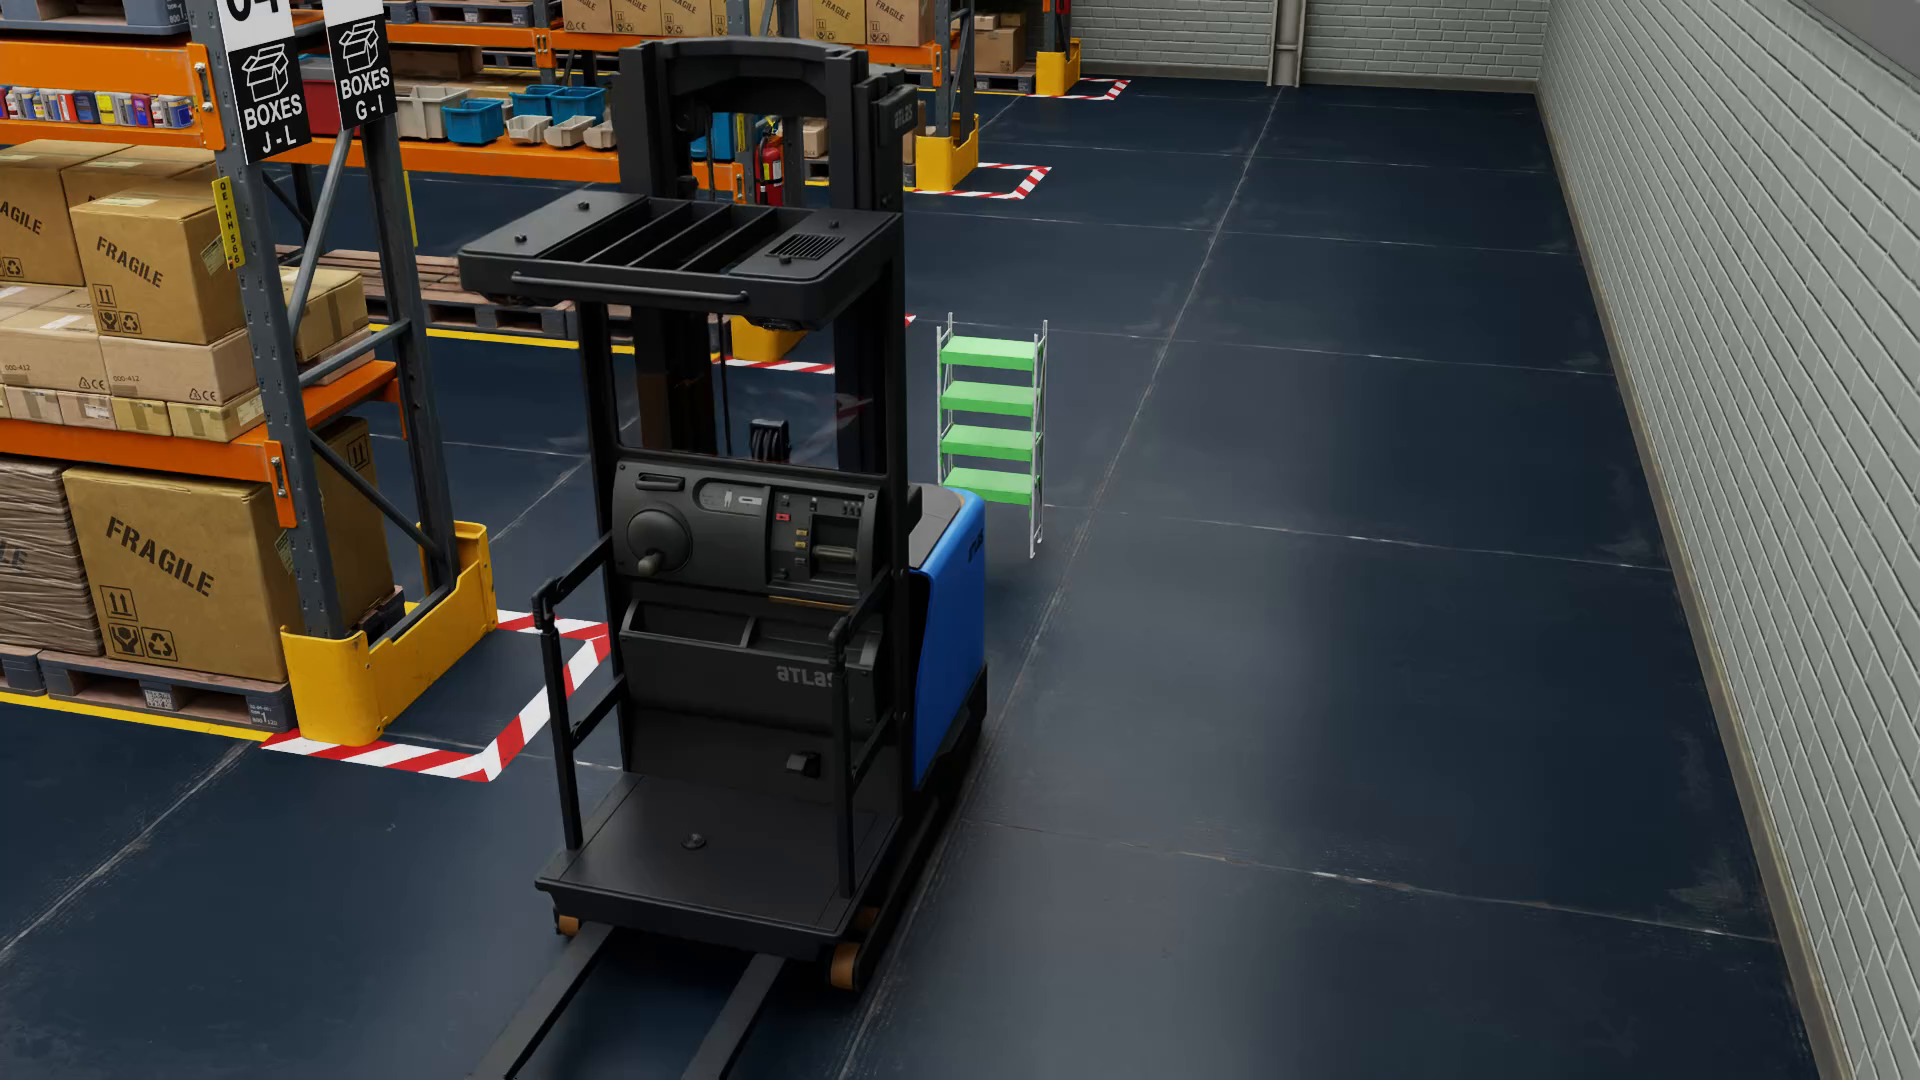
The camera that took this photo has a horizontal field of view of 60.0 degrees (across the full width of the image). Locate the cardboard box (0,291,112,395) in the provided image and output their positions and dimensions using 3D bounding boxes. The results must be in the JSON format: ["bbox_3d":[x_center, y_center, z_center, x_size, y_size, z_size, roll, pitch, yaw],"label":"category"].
[{"bbox_3d":[-3.541,-0.812,6.795,0.500,0.250,0.500,6,26,12],"label":"cardboard box"}]

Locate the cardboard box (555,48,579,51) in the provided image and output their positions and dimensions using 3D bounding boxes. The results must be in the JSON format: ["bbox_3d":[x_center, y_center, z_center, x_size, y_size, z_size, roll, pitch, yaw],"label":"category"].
[{"bbox_3d":[-5.036,-6.782,21.517,0.750,0.750,0.750,6,26,13],"label":"cardboard box"}]

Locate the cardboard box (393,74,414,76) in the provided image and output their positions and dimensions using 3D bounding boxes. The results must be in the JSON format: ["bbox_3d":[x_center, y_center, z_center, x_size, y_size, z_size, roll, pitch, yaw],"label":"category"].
[{"bbox_3d":[-5.817,-4.688,17.504,0.500,0.500,0.500,5,26,11],"label":"cardboard box"}]

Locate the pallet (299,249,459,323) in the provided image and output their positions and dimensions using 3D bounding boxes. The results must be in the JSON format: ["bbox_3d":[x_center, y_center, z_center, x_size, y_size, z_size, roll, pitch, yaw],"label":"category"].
[{"bbox_3d":[-4.433,-1.918,12.534,1.213,0.211,1.003,6,26,13],"label":"pallet"}]

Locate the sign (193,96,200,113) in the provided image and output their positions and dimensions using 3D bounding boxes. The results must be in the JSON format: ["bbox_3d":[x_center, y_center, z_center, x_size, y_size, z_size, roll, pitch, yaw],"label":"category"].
[{"bbox_3d":[-5.294,-3.136,11.525,0.005,0.325,0.100,6,26,13],"label":"sign"}]

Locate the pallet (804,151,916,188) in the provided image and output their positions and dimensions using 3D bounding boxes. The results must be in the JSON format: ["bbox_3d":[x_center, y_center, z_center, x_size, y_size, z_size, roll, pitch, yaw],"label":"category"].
[{"bbox_3d":[-0.890,-3.707,16.292,1.213,0.211,1.003,6,26,13],"label":"pallet"}]

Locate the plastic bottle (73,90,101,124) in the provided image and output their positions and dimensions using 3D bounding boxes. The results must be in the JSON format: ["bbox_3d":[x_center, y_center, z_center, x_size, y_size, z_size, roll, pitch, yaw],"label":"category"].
[{"bbox_3d":[-6.306,-3.200,12.038,0.185,0.351,0.144,6,26,13],"label":"plastic bottle"}]

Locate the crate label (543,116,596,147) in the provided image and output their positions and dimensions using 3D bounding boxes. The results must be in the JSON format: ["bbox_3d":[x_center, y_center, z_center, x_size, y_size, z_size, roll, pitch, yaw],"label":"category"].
[{"bbox_3d":[-2.669,-2.788,11.354,0.243,0.136,0.396,6,26,13],"label":"crate label"}]

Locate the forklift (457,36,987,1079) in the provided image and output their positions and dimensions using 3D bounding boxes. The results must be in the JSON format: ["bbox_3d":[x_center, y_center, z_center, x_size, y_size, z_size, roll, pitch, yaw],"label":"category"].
[{"bbox_3d":[-0.775,-0.001,5.343,1.130,2.935,3.031,7,26,14],"label":"forklift"}]

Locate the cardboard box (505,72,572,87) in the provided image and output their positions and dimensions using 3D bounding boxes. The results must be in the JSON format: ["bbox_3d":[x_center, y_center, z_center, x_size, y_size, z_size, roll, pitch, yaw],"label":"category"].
[{"bbox_3d":[-4.326,-4.525,17.161,0.500,0.500,0.500,5,26,11],"label":"cardboard box"}]

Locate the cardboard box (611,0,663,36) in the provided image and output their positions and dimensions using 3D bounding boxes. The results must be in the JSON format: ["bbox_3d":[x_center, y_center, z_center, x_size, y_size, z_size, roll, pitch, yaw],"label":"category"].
[{"bbox_3d":[-2.996,-5.125,15.909,0.500,0.500,0.500,7,26,14],"label":"cardboard box"}]

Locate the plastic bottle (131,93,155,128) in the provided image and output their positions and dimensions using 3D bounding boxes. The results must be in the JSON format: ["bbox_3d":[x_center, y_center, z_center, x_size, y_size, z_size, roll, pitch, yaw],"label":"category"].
[{"bbox_3d":[-5.853,-3.101,11.909,0.133,0.283,0.061,6,26,13],"label":"plastic bottle"}]

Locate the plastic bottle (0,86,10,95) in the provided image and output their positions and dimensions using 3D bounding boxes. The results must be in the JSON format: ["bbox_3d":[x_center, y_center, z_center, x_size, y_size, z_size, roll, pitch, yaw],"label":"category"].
[{"bbox_3d":[-7.048,-3.262,12.263,0.097,0.271,0.097,0,25,0],"label":"plastic bottle"}]

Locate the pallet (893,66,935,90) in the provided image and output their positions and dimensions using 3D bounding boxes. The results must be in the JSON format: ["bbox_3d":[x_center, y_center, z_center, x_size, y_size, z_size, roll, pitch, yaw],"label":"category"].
[{"bbox_3d":[-0.786,-5.861,20.816,1.213,0.211,1.003,6,26,13],"label":"pallet"}]

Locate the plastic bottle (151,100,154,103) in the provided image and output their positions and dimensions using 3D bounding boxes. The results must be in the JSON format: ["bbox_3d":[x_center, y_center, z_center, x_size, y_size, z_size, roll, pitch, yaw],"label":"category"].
[{"bbox_3d":[-5.851,-3.098,12.000,0.097,0.201,0.097,0,25,0],"label":"plastic bottle"}]

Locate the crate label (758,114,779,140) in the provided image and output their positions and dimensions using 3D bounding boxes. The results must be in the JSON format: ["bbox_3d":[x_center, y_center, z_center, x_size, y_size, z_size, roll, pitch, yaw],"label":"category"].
[{"bbox_3d":[-1.438,-2.927,11.533,0.303,0.233,0.416,6,26,13],"label":"crate label"}]

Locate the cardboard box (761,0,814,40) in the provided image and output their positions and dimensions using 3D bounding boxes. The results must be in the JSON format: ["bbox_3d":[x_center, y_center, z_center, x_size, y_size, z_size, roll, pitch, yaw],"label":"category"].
[{"bbox_3d":[-1.531,-4.963,15.568,0.500,0.500,0.500,7,26,13],"label":"cardboard box"}]

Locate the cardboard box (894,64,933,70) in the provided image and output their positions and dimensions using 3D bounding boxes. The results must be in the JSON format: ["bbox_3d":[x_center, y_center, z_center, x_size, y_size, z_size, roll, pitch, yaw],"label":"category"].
[{"bbox_3d":[-0.489,-6.137,20.571,0.500,0.500,0.700,5,26,11],"label":"cardboard box"}]

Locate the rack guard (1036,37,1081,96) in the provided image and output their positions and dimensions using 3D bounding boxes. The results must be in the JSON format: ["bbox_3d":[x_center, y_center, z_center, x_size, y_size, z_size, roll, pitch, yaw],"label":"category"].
[{"bbox_3d":[1.209,-5.805,20.361,0.348,0.500,1.175,6,26,13],"label":"rack guard"}]

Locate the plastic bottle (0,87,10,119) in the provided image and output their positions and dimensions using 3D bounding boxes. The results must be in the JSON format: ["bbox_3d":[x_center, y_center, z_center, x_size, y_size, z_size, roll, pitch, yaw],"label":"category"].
[{"bbox_3d":[-7.050,-3.233,12.187,0.133,0.283,0.061,6,26,13],"label":"plastic bottle"}]

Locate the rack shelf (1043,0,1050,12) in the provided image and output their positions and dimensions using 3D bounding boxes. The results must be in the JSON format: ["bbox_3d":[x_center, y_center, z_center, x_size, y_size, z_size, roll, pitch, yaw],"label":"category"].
[{"bbox_3d":[-0.751,-6.825,20.434,4.000,0.370,1.077,6,26,13],"label":"rack shelf"}]

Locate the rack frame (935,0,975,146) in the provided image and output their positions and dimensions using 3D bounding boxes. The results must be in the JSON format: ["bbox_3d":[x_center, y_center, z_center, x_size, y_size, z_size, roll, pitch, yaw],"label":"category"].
[{"bbox_3d":[-0.044,-4.873,15.497,0.127,3.000,1.000,6,26,13],"label":"rack frame"}]

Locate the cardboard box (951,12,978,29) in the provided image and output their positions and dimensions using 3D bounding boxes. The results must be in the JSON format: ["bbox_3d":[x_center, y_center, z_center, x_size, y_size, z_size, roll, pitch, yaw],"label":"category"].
[{"bbox_3d":[0.066,-6.288,20.133,0.250,0.149,0.380,7,26,14],"label":"cardboard box"}]

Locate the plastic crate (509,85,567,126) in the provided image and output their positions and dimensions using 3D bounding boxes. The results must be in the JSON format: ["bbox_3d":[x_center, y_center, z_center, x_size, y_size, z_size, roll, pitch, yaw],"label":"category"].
[{"bbox_3d":[-3.004,-3.100,11.896,0.300,0.233,0.416,6,26,13],"label":"plastic crate"}]

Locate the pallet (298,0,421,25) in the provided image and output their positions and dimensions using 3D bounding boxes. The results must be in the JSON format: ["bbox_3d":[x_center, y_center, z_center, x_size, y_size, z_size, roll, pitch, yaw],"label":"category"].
[{"bbox_3d":[-5.907,-5.437,16.904,1.213,0.211,1.003,6,26,13],"label":"pallet"}]

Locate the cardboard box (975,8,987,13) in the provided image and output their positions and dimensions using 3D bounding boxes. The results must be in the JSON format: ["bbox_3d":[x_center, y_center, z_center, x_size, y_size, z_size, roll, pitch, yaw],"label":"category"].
[{"bbox_3d":[0.163,-6.447,20.467,0.250,0.149,0.380,6,26,13],"label":"cardboard box"}]

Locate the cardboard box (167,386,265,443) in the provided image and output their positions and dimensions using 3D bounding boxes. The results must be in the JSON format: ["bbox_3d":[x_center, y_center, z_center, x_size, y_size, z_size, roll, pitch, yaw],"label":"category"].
[{"bbox_3d":[-2.942,-0.537,6.681,0.250,0.149,0.380,7,26,14],"label":"cardboard box"}]

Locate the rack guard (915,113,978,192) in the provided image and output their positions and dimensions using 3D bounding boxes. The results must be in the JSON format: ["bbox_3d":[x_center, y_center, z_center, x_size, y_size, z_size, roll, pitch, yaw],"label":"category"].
[{"bbox_3d":[-0.118,-3.753,16.051,0.348,0.500,1.175,6,26,13],"label":"rack guard"}]

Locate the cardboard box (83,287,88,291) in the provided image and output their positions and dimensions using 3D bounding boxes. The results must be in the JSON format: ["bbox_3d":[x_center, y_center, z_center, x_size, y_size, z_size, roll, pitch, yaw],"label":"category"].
[{"bbox_3d":[-3.418,-1.033,7.258,0.500,0.250,0.500,6,26,12],"label":"cardboard box"}]

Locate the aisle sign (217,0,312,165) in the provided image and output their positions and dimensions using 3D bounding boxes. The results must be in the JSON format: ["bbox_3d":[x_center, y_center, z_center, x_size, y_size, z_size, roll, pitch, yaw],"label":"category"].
[{"bbox_3d":[-2.520,-1.791,5.998,0.004,0.787,0.394,6,26,13],"label":"aisle sign"}]

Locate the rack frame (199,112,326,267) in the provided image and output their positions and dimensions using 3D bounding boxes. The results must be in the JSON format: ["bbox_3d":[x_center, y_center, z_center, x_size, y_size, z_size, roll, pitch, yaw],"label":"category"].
[{"bbox_3d":[-5.155,-3.240,12.066,0.127,3.000,1.000,6,26,13],"label":"rack frame"}]

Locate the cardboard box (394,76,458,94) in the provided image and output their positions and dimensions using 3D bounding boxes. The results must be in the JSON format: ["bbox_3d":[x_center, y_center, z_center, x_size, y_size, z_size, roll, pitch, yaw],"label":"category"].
[{"bbox_3d":[-5.430,-4.415,16.931,0.500,0.500,0.500,7,26,14],"label":"cardboard box"}]

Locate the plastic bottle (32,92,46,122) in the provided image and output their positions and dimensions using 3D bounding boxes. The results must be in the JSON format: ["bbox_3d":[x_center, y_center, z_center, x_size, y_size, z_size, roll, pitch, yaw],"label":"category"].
[{"bbox_3d":[-6.709,-3.166,12.142,0.097,0.201,0.097,0,25,0],"label":"plastic bottle"}]

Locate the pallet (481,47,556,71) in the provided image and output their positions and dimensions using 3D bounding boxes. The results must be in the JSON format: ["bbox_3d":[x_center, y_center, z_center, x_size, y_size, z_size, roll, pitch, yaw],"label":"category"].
[{"bbox_3d":[-5.817,-6.418,21.984,1.213,0.211,1.003,6,26,13],"label":"pallet"}]

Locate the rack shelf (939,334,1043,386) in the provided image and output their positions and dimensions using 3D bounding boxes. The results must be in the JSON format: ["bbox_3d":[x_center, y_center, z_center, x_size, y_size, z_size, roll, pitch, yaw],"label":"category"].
[{"bbox_3d":[0.160,-0.900,8.276,0.480,0.148,0.258,6,26,13],"label":"rack shelf"}]

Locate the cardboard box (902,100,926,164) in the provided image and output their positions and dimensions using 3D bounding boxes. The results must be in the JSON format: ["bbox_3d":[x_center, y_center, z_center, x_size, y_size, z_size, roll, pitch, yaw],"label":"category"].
[{"bbox_3d":[-0.632,-3.899,15.846,0.500,0.500,0.500,6,26,13],"label":"cardboard box"}]

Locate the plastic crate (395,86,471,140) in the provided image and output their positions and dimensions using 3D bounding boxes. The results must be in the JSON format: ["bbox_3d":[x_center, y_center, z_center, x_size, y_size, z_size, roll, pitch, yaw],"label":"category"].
[{"bbox_3d":[-3.722,-2.973,11.574,0.530,0.282,0.437,6,26,13],"label":"plastic crate"}]

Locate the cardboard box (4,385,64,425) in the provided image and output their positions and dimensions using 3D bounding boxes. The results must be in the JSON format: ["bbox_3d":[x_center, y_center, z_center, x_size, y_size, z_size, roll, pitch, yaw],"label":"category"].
[{"bbox_3d":[-3.679,-0.619,6.853,0.250,0.149,0.380,7,26,14],"label":"cardboard box"}]

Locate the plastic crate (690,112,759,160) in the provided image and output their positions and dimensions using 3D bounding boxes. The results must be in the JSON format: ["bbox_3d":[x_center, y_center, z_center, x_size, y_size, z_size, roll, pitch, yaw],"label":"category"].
[{"bbox_3d":[-1.652,-2.813,11.058,0.499,0.435,0.616,6,26,13],"label":"plastic crate"}]

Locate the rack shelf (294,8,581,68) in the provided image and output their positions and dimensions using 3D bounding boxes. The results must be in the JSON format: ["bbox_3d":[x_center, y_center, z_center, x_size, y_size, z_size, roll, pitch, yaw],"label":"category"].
[{"bbox_3d":[-5.855,-5.191,17.001,4.000,0.370,1.077,6,26,13],"label":"rack shelf"}]

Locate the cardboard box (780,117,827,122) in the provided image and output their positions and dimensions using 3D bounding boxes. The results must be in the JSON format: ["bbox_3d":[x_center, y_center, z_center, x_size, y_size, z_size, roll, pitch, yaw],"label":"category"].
[{"bbox_3d":[-1.469,-4.114,16.588,0.500,0.250,0.500,6,26,13],"label":"cardboard box"}]

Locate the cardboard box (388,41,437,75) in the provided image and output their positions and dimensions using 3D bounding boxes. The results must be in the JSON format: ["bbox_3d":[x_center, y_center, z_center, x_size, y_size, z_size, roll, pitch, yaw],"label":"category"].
[{"bbox_3d":[-5.780,-5.024,17.337,0.500,0.250,0.500,6,26,12],"label":"cardboard box"}]

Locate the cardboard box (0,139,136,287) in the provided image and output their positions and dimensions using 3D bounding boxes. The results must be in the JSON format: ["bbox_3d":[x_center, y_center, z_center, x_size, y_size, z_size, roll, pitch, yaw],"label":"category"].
[{"bbox_3d":[-3.900,-1.425,7.210,0.500,0.500,0.500,6,26,12],"label":"cardboard box"}]

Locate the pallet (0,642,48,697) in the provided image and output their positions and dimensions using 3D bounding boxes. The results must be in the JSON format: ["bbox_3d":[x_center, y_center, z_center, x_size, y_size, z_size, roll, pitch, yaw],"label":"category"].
[{"bbox_3d":[-4.487,0.325,7.822,1.213,0.211,1.003,6,26,13],"label":"pallet"}]

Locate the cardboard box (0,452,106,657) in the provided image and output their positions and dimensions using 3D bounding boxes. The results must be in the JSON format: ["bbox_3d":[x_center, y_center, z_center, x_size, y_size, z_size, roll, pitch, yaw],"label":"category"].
[{"bbox_3d":[-4.036,-0.113,7.480,0.875,0.875,0.875,6,26,13],"label":"cardboard box"}]

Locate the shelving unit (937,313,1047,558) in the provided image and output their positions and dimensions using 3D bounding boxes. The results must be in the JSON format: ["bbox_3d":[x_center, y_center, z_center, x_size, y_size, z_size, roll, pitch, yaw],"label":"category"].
[{"bbox_3d":[0.160,-0.524,8.455,0.503,1.200,0.258,6,26,13],"label":"shelving unit"}]

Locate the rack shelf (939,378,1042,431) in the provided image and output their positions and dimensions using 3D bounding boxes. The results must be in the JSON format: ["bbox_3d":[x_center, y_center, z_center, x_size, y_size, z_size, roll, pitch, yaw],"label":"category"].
[{"bbox_3d":[0.160,-0.683,8.379,0.480,0.148,0.258,6,26,13],"label":"rack shelf"}]
